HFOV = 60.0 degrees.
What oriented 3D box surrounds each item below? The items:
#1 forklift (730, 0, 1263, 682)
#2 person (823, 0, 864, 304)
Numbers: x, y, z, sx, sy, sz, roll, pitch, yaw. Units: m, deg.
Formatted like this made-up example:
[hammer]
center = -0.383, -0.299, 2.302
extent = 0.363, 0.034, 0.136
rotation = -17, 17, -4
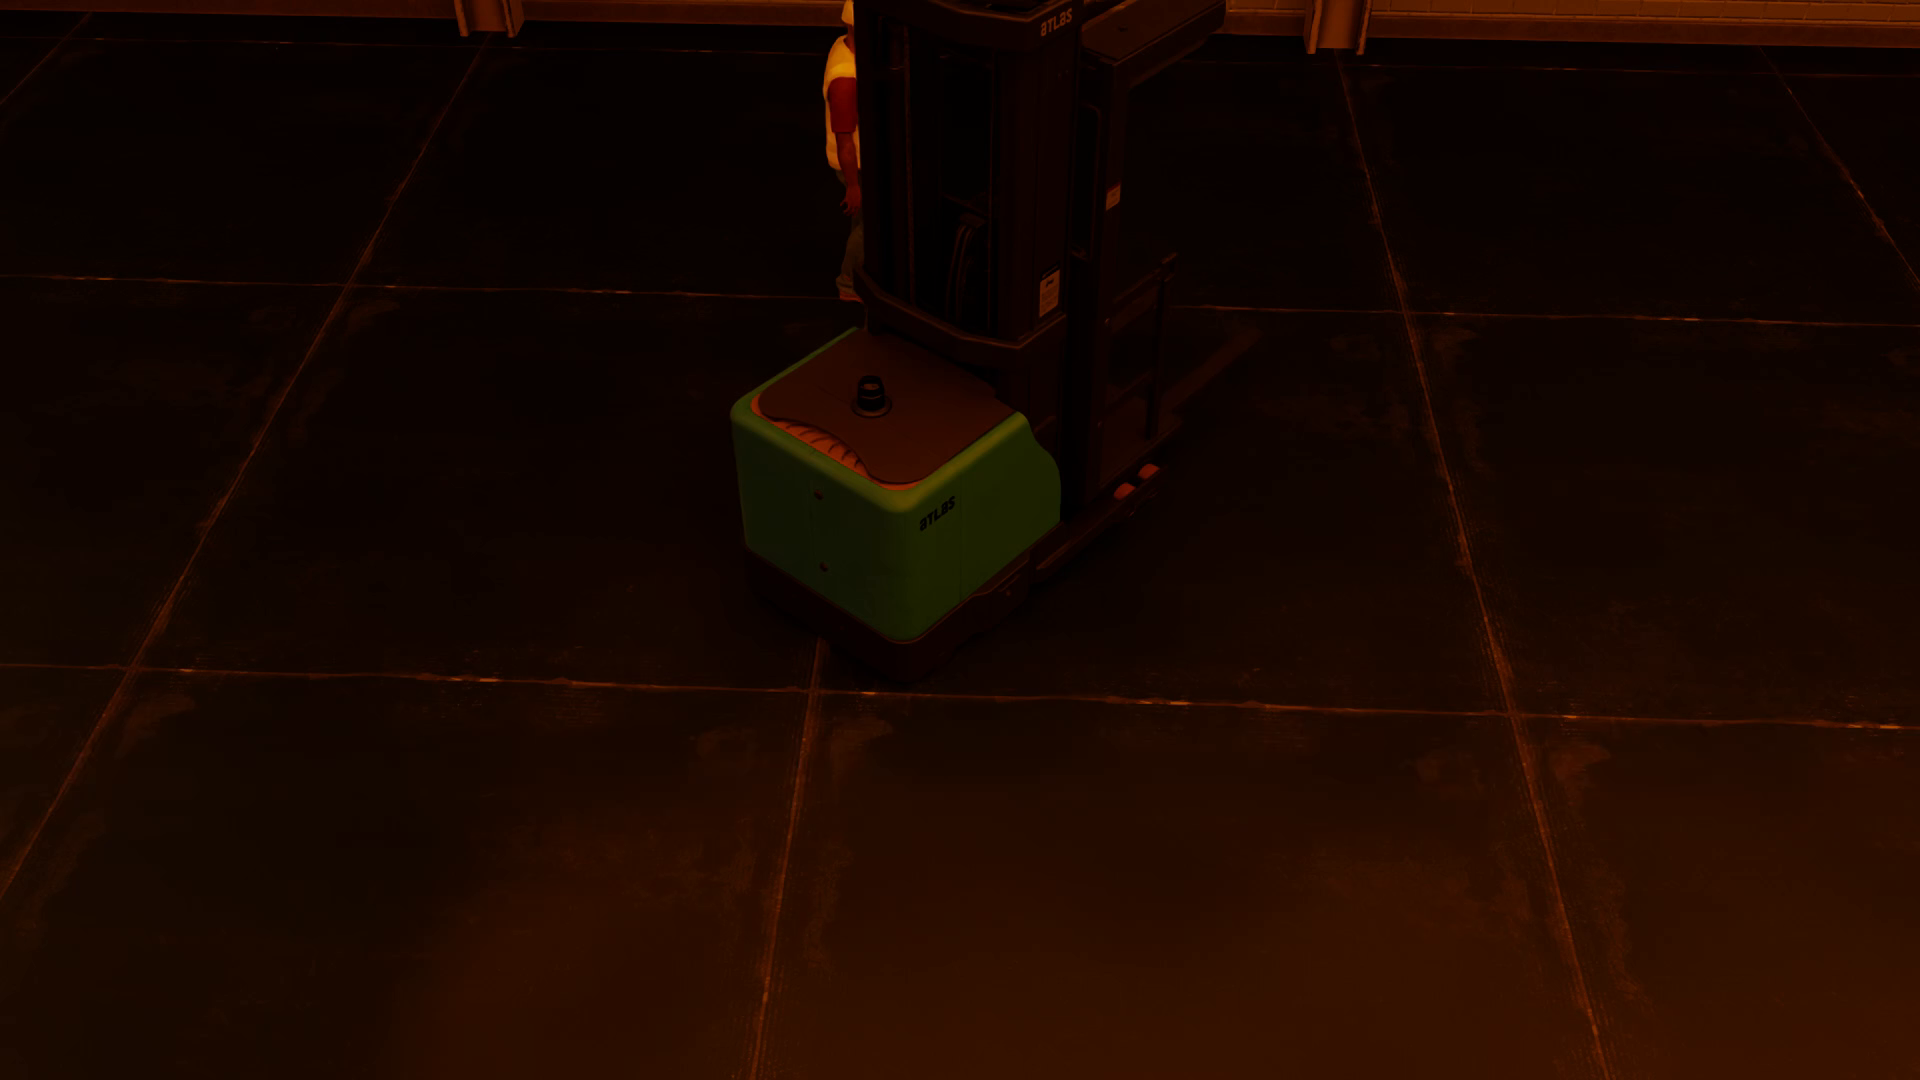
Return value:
[forklift]
center = 0.362, -1.392, 7.267
extent = 1.130, 2.935, 3.031
rotation = 30, 50, 29
[person]
center = -0.509, -2.095, 8.919
extent = 0.412, 1.745, 0.807
rotation = -2, 42, -2
